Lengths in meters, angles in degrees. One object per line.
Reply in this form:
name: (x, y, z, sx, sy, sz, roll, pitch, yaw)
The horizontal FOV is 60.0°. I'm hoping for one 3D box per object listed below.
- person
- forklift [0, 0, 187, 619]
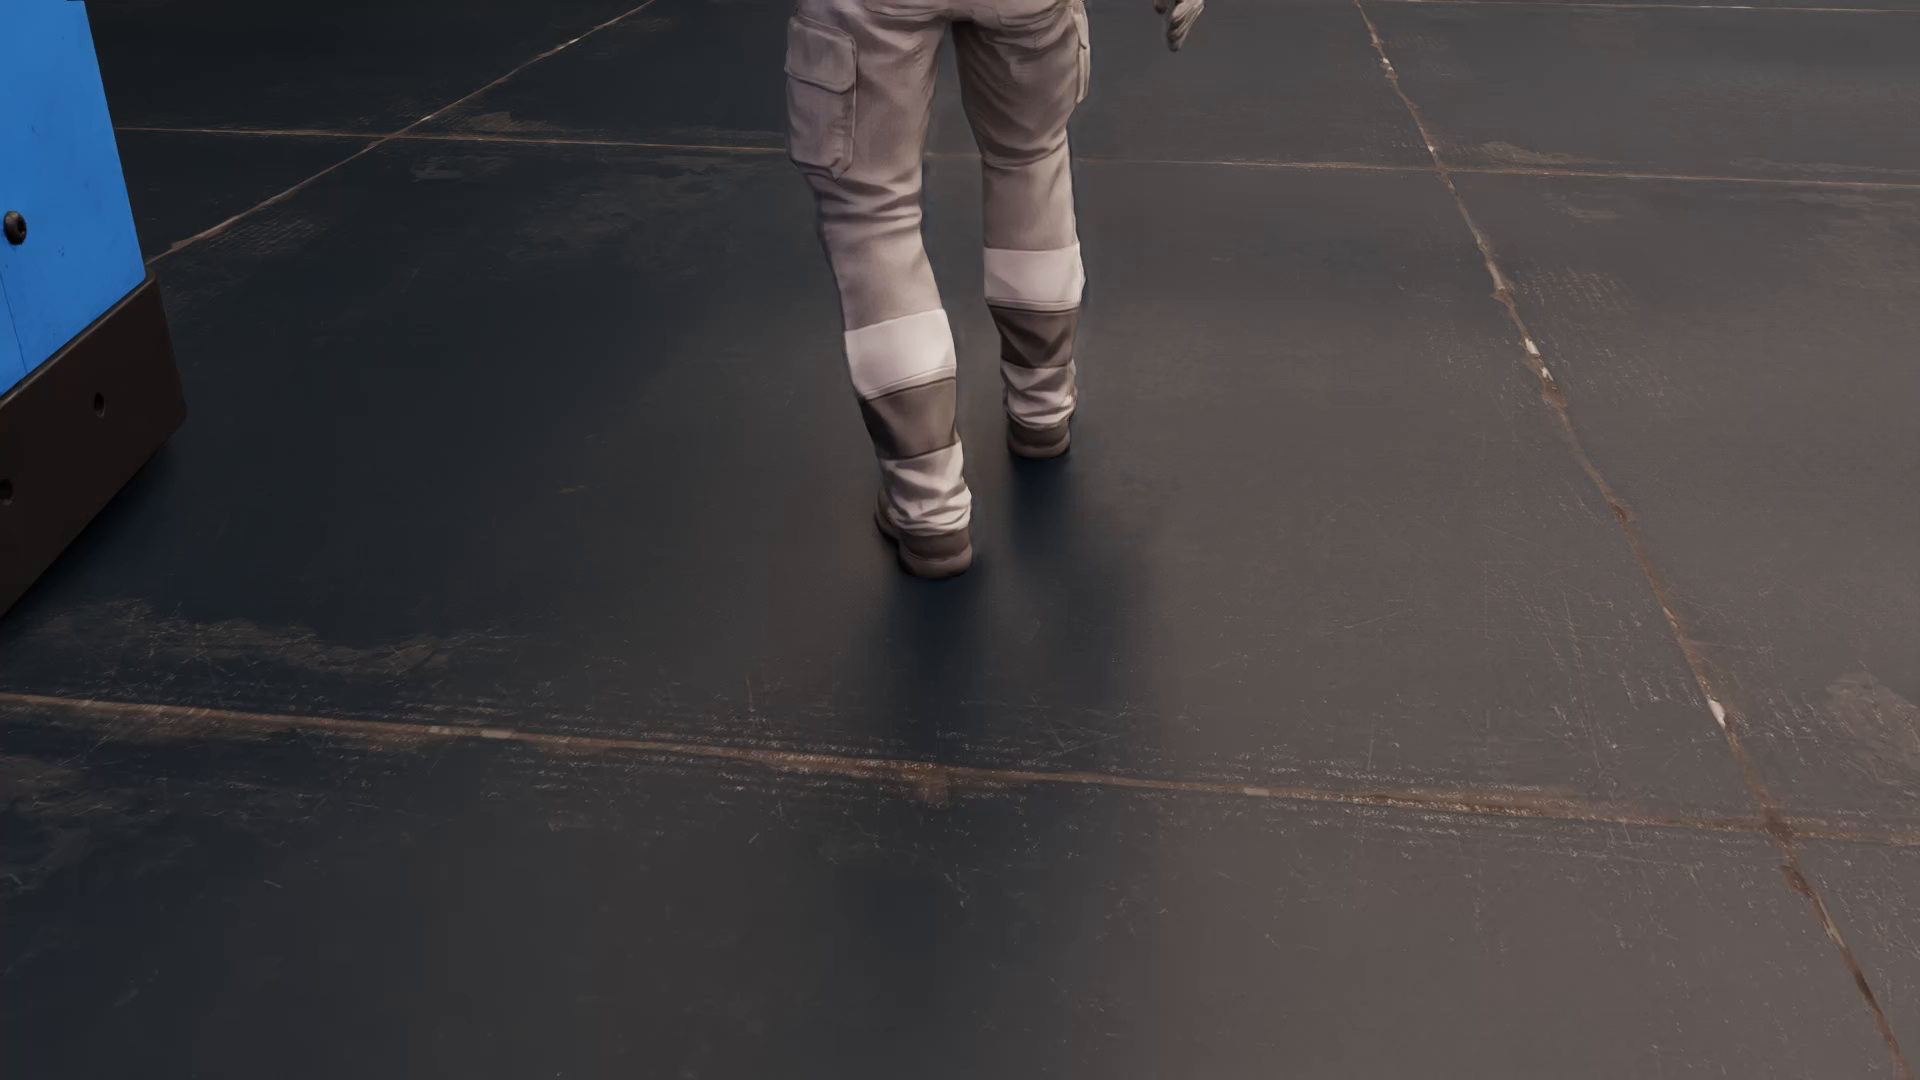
person: (-0.007, -0.867, 2.301, 0.668, 1.745, 0.645, -8, 28, -15)
forklift: (-2.758, -1.212, 1.646, 3.031, 2.935, 1.130, -2, 27, -3)
